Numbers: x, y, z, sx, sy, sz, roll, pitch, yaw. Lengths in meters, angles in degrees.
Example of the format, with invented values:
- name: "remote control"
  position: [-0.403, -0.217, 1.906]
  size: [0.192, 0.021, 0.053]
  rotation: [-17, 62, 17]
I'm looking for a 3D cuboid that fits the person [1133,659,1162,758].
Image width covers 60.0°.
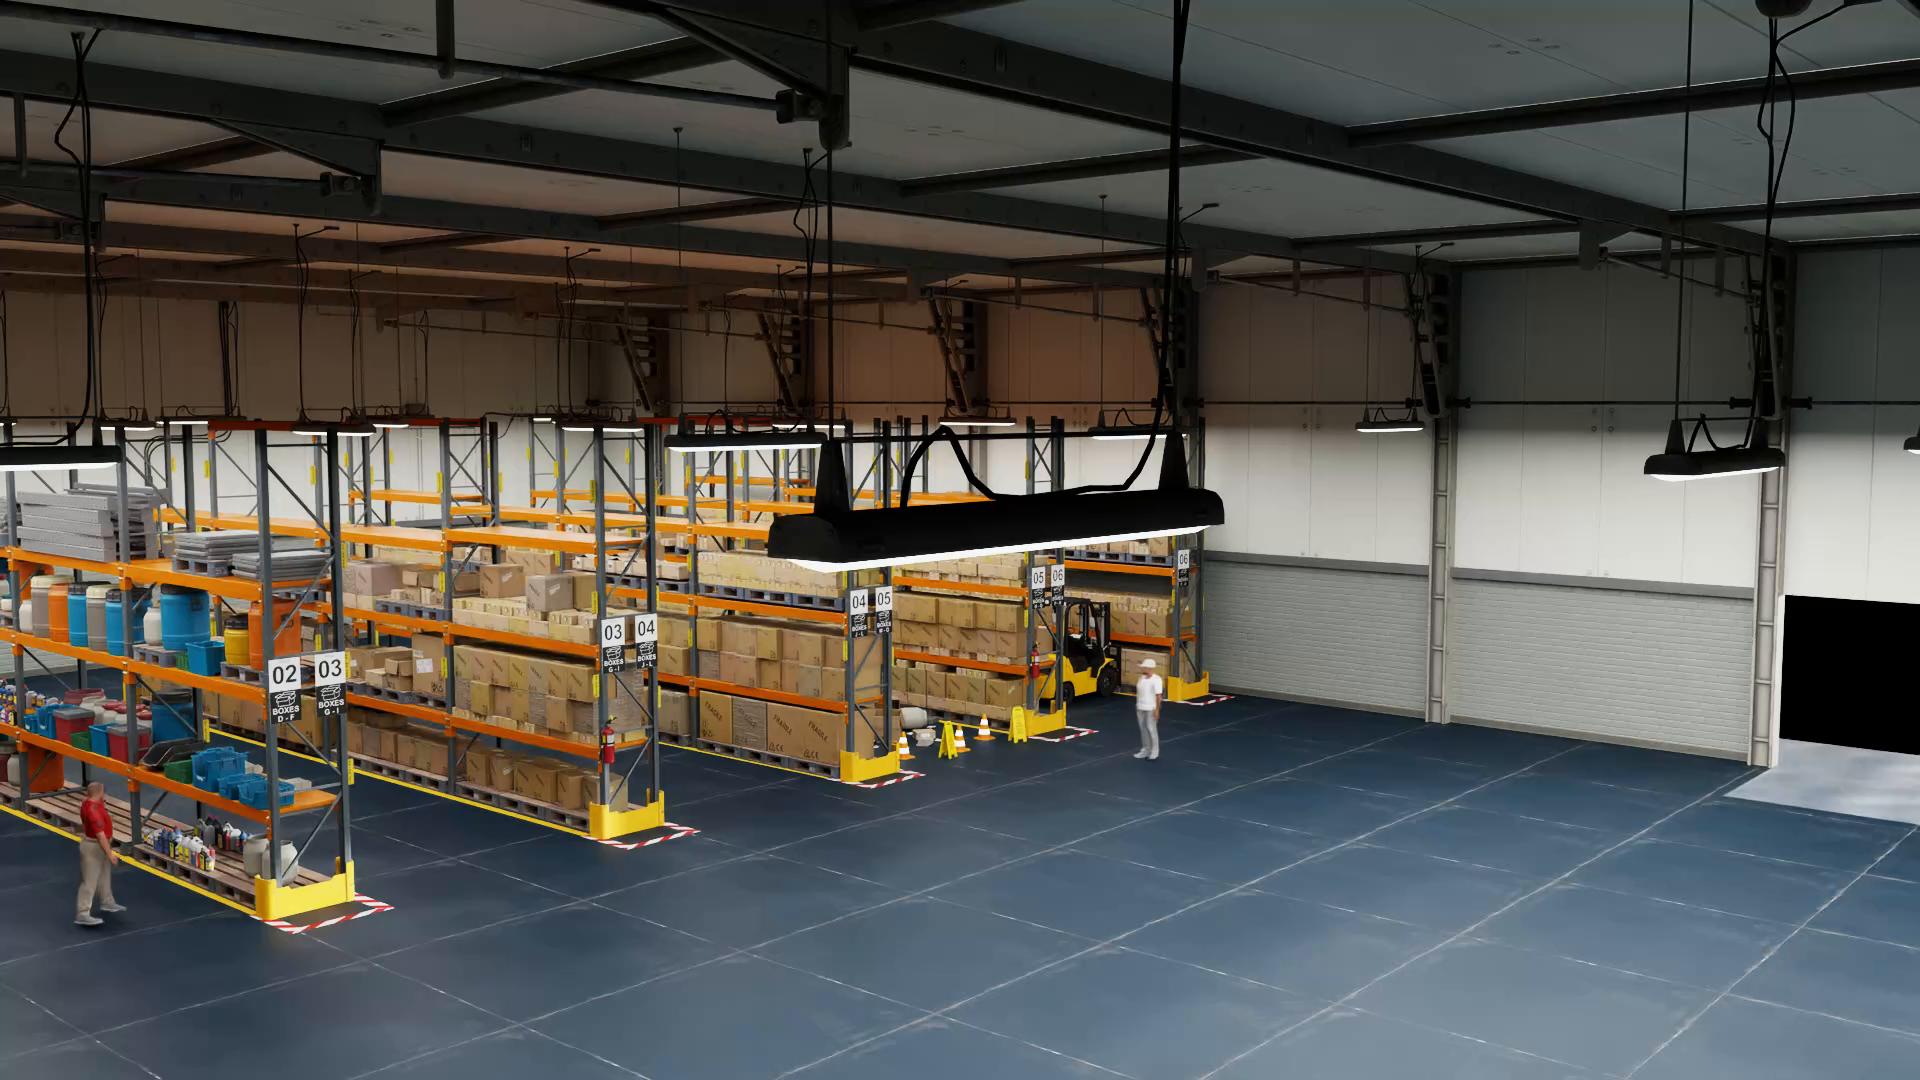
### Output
- name: "person"
  position: [3.338, 2.997, 29.549]
  size: [0.379, 1.785, 0.666]
  rotation: [-4, 6, -39]

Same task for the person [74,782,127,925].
- name: "person"
  position: [-10.533, 3.796, 20.330]
  size: [0.598, 1.749, 0.697]
  rotation: [-3, 5, -29]
